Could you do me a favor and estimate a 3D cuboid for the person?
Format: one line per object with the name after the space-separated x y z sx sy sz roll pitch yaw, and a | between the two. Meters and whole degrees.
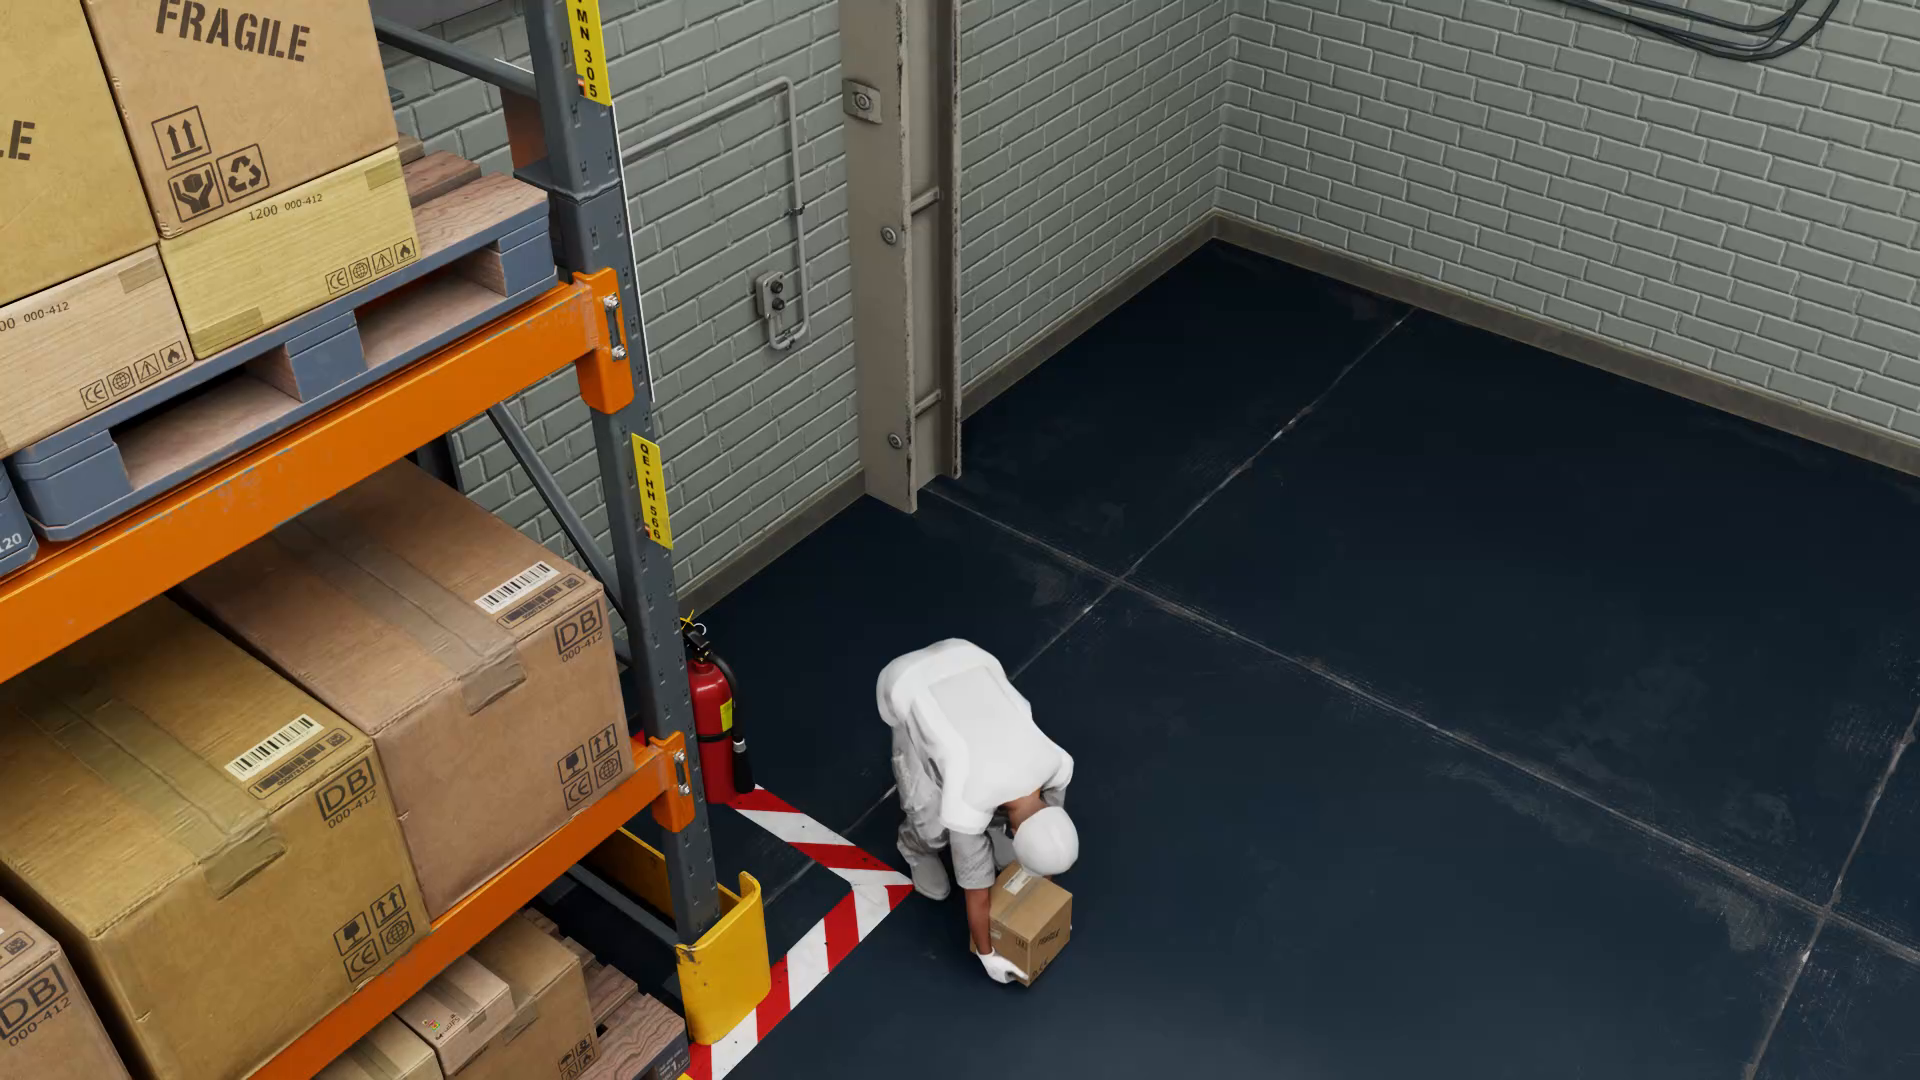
0.086 0.898 5.692 0.541 0.932 0.981 -18 42 -22 | person
